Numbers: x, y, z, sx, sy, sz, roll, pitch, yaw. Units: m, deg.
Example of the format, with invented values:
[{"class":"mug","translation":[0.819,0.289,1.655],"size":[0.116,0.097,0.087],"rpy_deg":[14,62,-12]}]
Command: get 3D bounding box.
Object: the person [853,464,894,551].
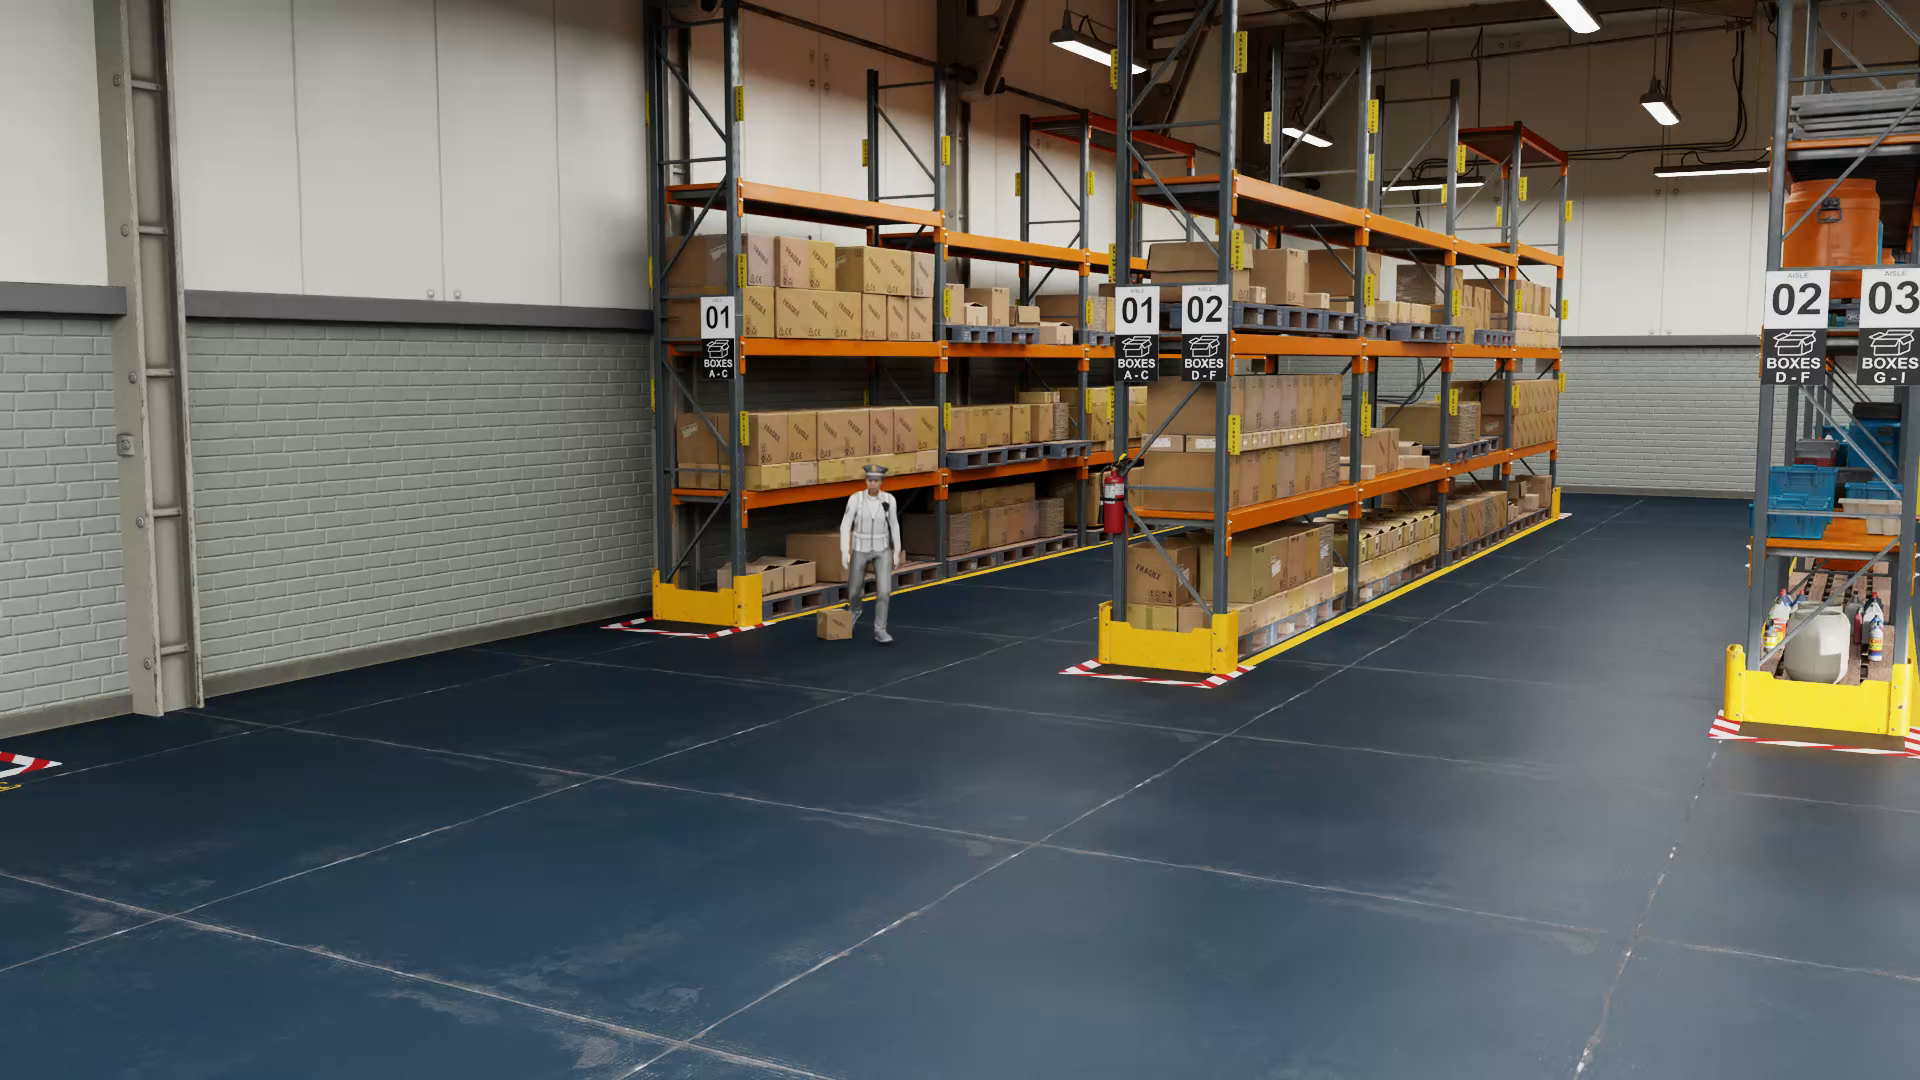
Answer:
[{"class":"person","translation":[-0.793,-0.303,15.189],"size":[0.375,0.794,0.377],"rpy_deg":[0,6,-4]}]
